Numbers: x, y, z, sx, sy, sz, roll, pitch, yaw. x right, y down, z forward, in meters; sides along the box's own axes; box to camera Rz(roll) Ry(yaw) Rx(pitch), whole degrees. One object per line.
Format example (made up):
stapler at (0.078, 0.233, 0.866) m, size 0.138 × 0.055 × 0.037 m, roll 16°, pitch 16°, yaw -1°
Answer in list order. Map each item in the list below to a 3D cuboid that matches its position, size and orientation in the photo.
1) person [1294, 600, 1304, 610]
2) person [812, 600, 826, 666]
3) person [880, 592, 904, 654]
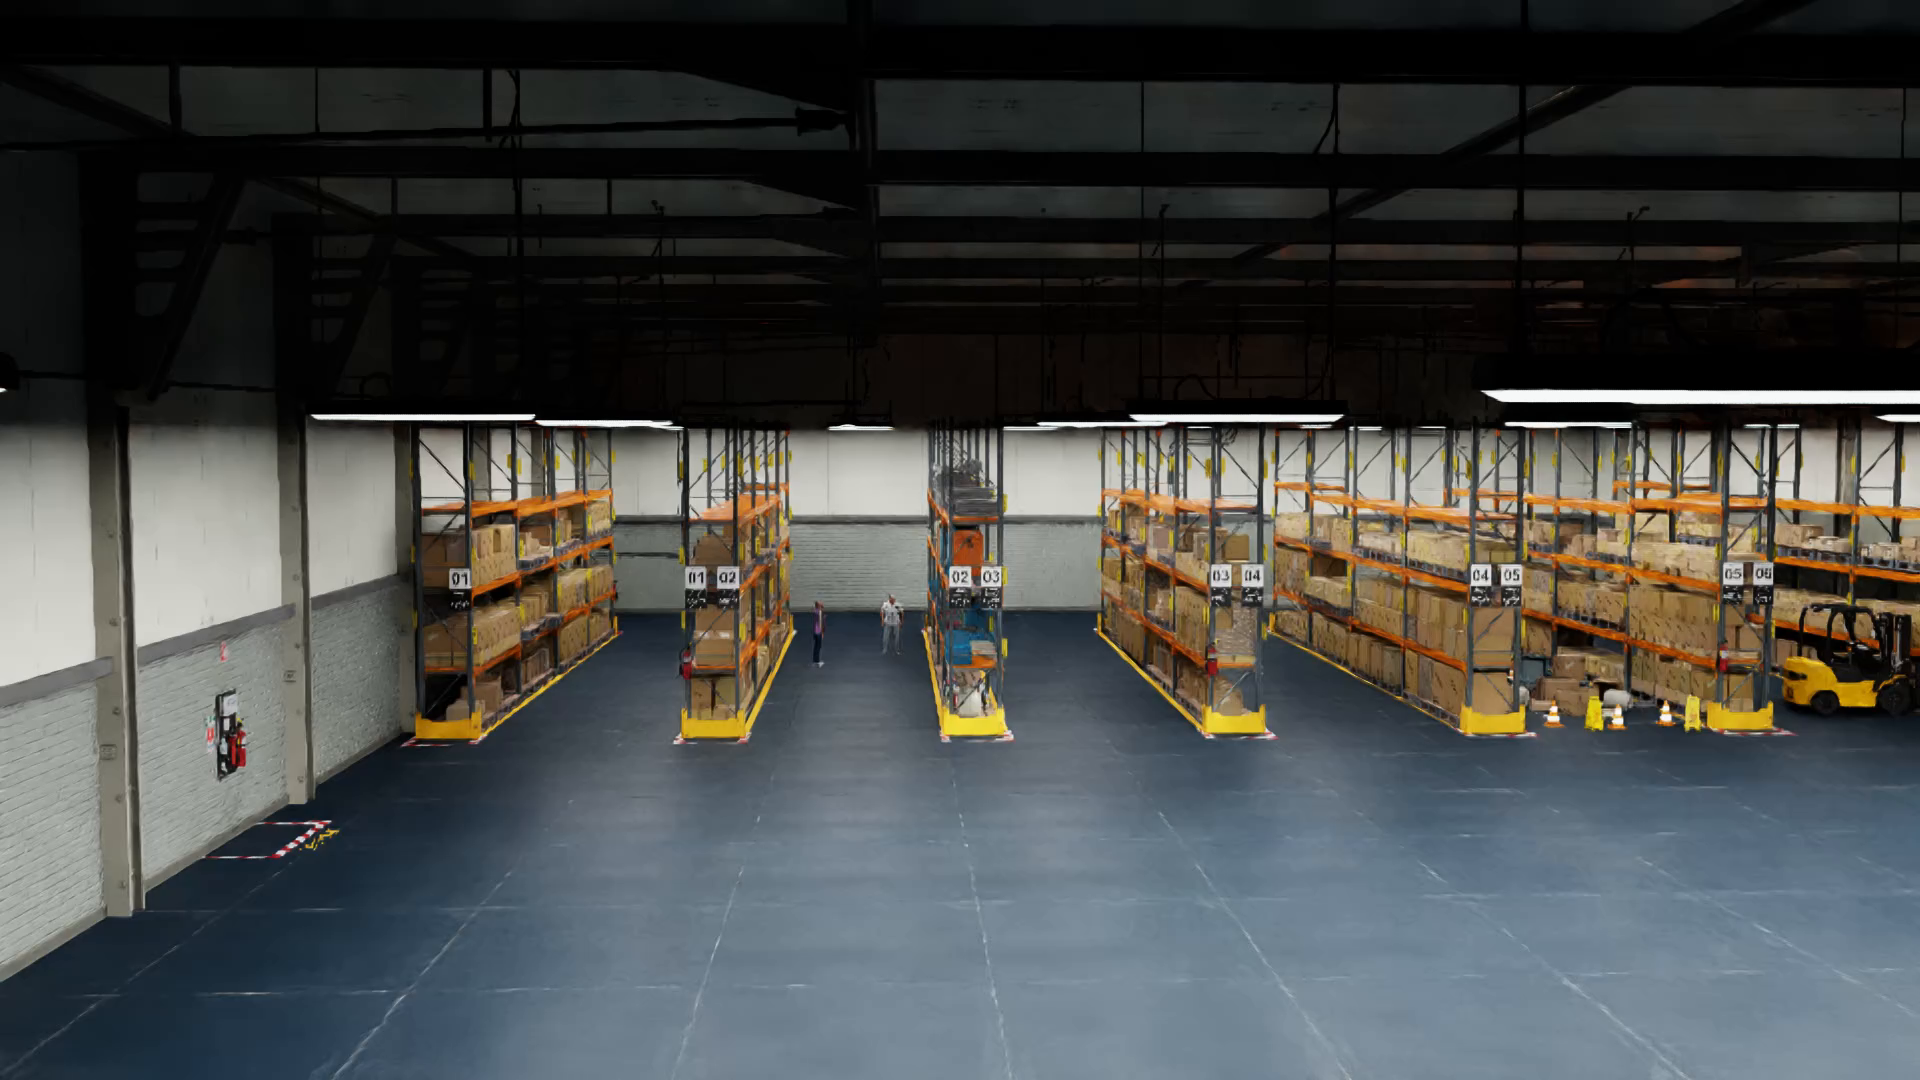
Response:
person at (10.246, 1.597, 49.780) m, size 0.592 × 1.772 × 0.577 m, roll 2°, pitch 4°, yaw 33°
person at (-3.454, 2.253, 40.685) m, size 0.347 × 1.600 × 0.533 m, roll -2°, pitch 4°, yaw -24°
person at (-1.741, 2.140, 42.715) m, size 0.626 × 1.610 × 0.572 m, roll 0°, pitch 4°, yaw -3°
